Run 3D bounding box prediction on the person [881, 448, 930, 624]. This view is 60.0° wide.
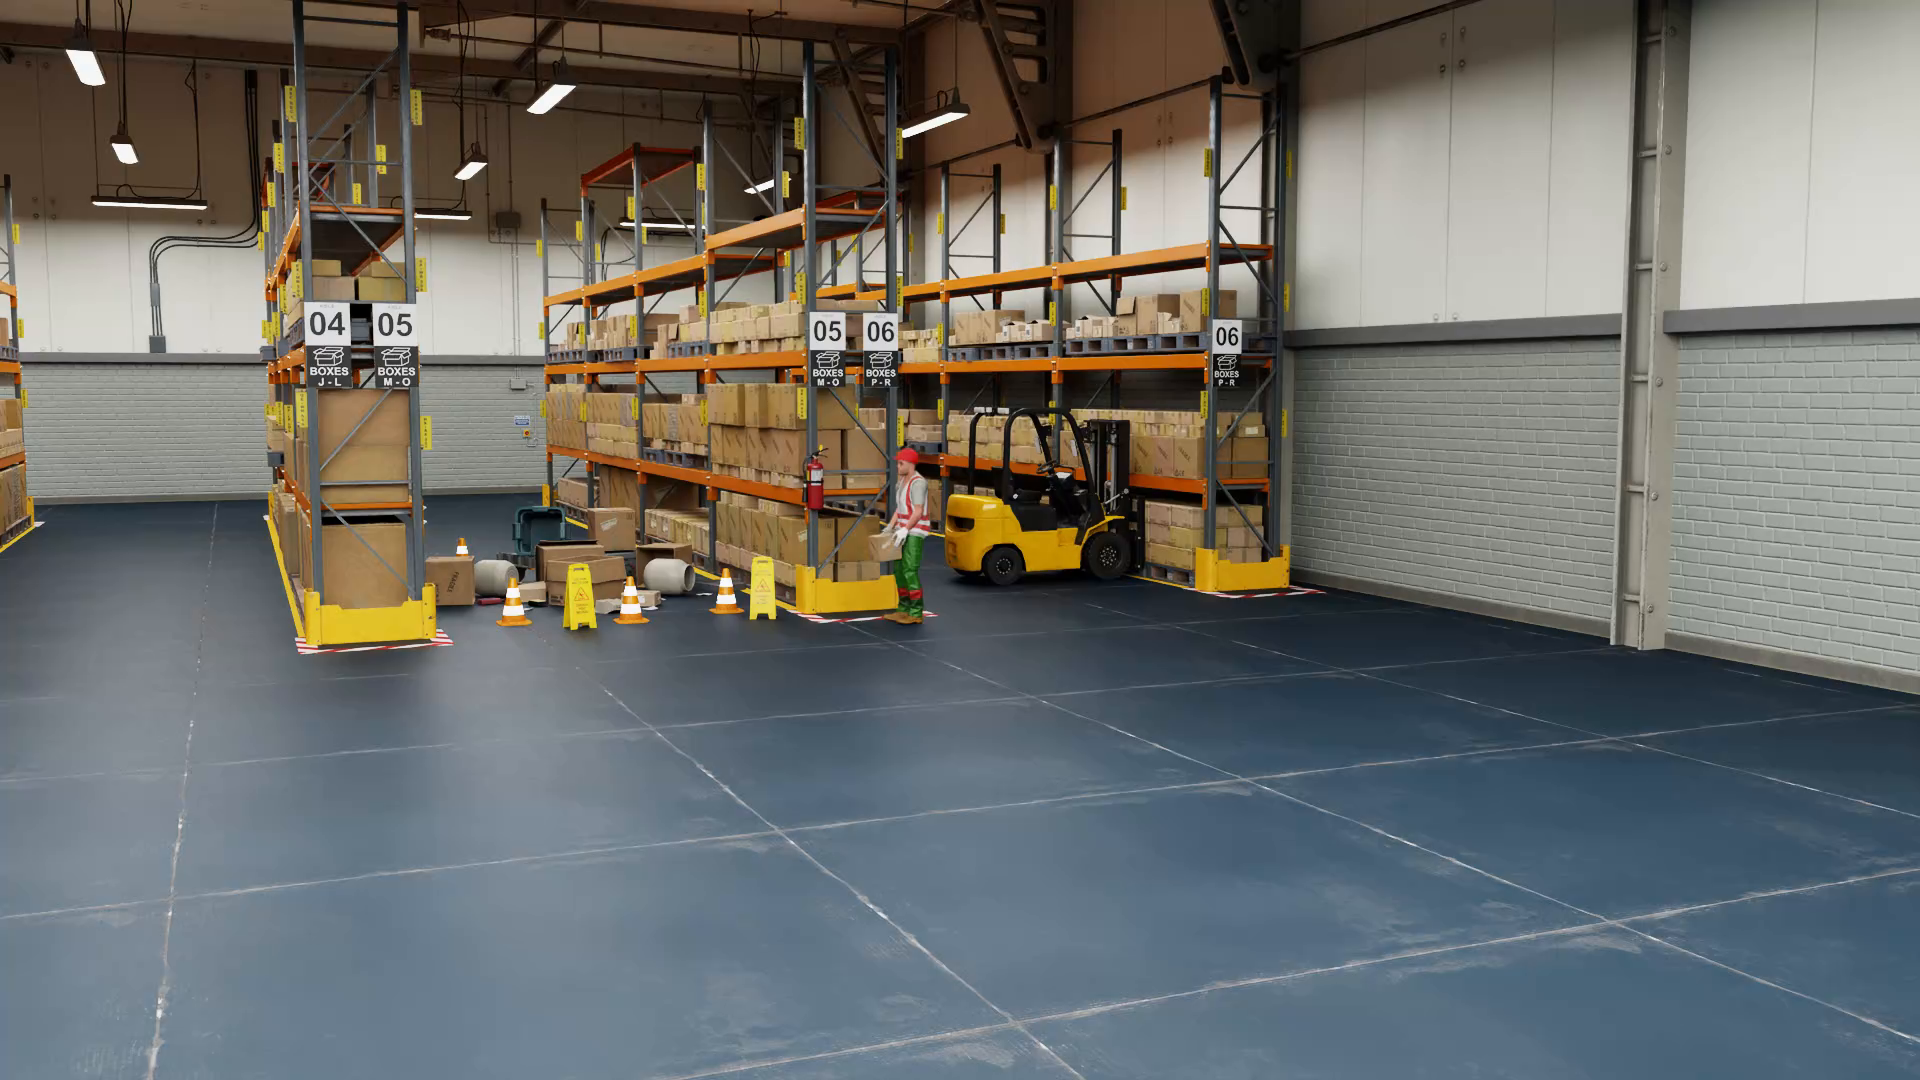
[{"bbox_3d":[-0.549,-0.044,17.036,0.449,1.791,0.537,-2,6,-25],"label":"person"}]
